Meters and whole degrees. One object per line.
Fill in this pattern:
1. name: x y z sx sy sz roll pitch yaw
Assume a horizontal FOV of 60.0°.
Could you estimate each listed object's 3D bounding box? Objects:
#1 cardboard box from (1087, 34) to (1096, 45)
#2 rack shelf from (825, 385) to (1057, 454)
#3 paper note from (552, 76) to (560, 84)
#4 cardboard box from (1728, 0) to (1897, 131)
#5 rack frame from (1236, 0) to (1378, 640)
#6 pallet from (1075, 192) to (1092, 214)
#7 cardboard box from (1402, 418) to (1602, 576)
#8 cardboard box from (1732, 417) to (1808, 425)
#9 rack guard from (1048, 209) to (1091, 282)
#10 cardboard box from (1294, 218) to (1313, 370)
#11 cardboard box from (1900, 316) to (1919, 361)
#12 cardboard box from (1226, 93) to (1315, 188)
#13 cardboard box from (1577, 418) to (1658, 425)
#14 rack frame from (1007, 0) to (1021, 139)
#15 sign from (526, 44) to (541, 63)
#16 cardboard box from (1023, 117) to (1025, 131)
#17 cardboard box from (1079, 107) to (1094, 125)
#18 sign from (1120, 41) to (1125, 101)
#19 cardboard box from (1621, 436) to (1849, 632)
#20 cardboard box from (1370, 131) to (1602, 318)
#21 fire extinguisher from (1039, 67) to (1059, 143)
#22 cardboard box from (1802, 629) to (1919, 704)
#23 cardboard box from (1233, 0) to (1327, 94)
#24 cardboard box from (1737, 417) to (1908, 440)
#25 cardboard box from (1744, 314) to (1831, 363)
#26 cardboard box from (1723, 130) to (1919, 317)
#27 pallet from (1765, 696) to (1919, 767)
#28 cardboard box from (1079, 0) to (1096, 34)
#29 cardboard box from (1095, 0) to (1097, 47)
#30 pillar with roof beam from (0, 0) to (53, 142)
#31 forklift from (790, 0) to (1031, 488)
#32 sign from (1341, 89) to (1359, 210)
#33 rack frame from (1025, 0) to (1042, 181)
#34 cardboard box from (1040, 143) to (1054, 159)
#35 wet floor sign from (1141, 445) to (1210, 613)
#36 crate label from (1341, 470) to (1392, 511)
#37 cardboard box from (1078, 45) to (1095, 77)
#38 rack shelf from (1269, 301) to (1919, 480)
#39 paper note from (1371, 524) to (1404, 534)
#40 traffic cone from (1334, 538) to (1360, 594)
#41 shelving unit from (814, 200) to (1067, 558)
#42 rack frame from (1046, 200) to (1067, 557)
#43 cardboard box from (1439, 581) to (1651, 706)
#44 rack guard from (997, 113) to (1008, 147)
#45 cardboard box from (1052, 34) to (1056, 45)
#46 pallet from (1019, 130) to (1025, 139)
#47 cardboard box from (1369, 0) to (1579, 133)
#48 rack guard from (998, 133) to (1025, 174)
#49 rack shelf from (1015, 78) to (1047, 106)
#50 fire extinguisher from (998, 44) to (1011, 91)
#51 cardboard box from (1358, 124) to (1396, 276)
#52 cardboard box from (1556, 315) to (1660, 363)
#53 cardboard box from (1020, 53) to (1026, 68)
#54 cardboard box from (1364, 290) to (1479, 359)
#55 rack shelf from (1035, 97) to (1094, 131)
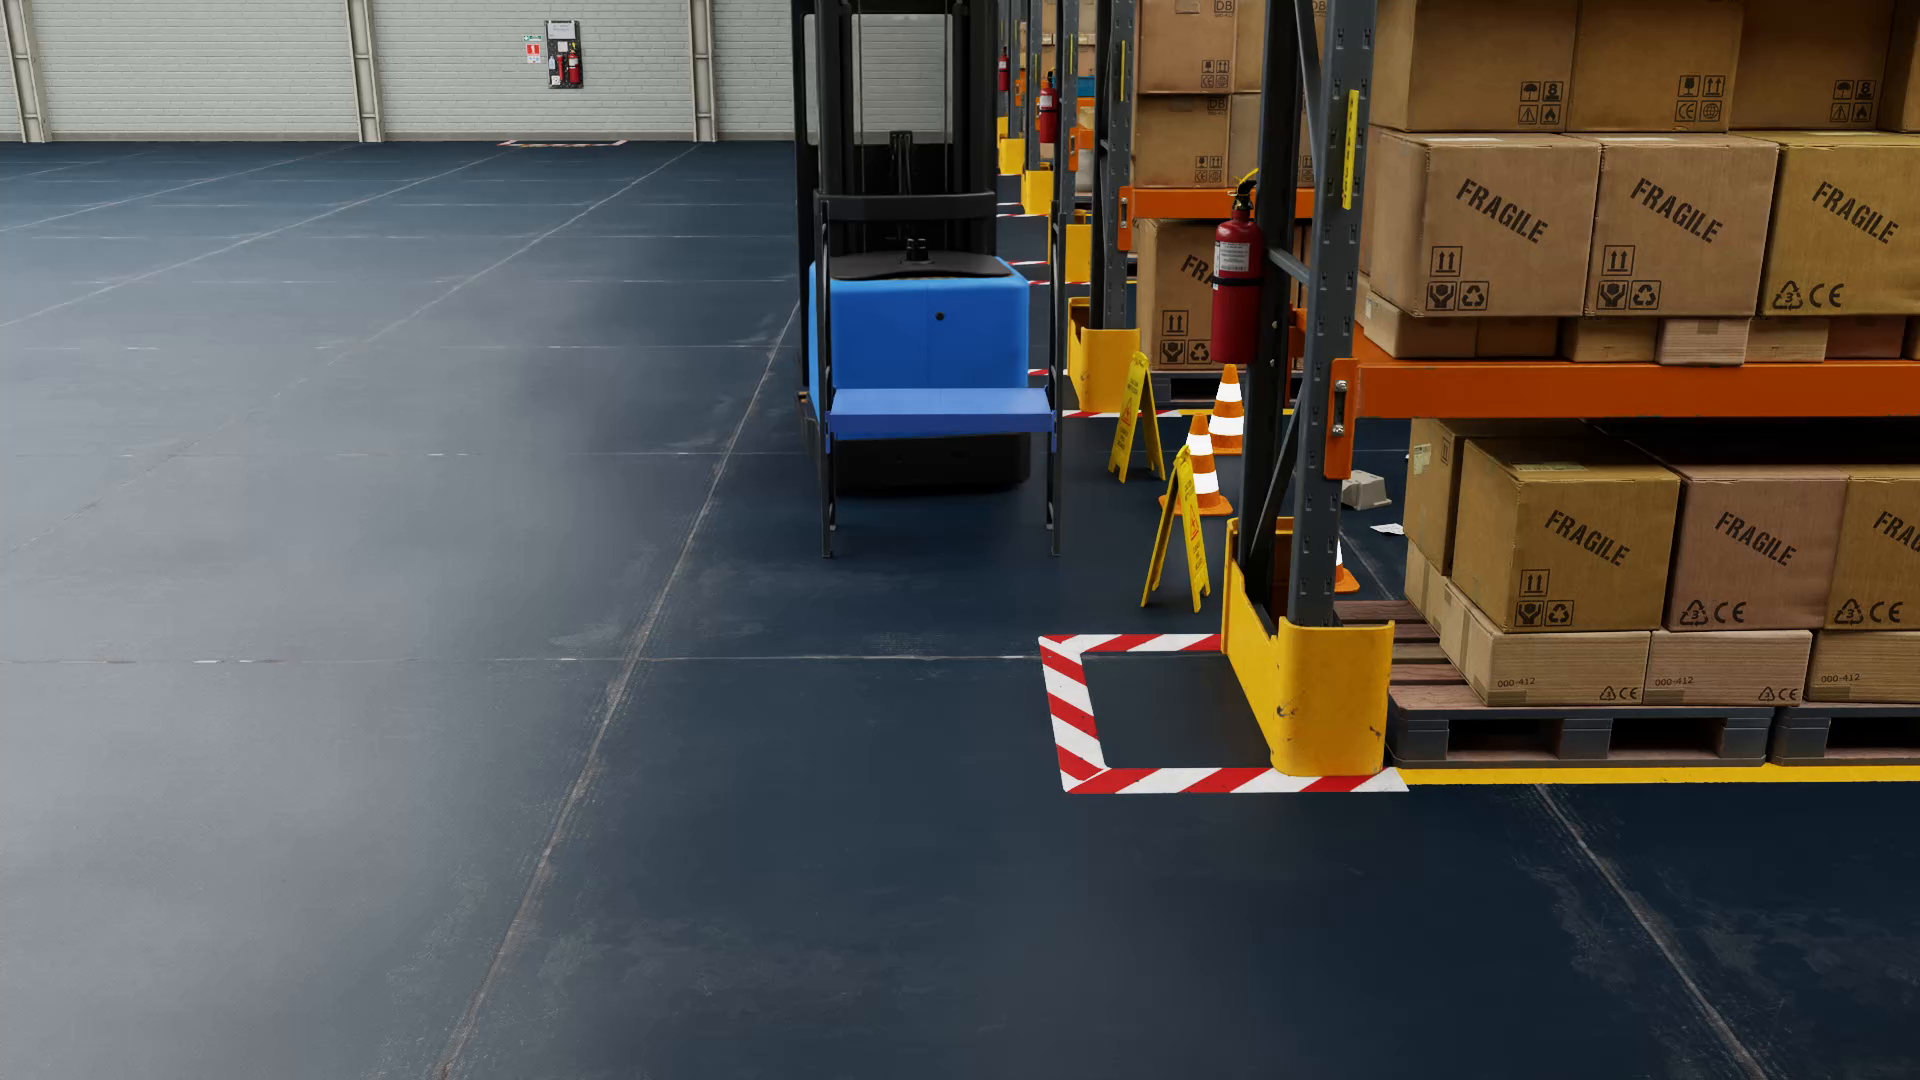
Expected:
1. cardboard box: 1.946 -7.207 23.919 0.250 0.149 0.380 -1 18 -2
2. rack shelf: -0.085 -0.542 7.415 1.000 0.185 0.538 0 18 -1
3. paper note: -7.260 -8.263 29.879 0.142 0.148 0.016 0 18 -1
4. cardboard box: 2.616 -1.627 5.463 0.500 0.500 0.700 0 18 -1
5. rack frame: 1.094 -0.858 5.355 0.127 3.000 1.000 0 18 -1
6. pallet: 1.747 -4.087 19.985 1.213 0.211 1.003 0 18 -1
7. cardboard box: 1.891 -0.189 5.857 0.500 0.500 0.500 0 18 -1
8. cardboard box: 2.772 -0.522 5.830 0.250 0.149 0.380 0 18 2
9. rack guard: 1.013 -2.695 15.173 0.348 0.500 1.175 0 18 -1
10. cardboard box: 2.472 -1.586 10.415 0.875 0.875 0.875 -1 18 -2
11. cardboard box: 2.996 -0.670 5.179 0.250 0.149 0.380 -1 18 -2
12. cardboard box: 1.835 -2.466 10.121 0.550 0.550 0.875 0 18 -1
13. cardboard box: 2.257 -0.521 5.827 0.250 0.149 0.380 0 18 1
14. rack frame: 0.785 -6.911 24.222 0.127 3.000 1.000 0 18 -1
15. sign: -7.636 -8.708 29.766 0.234 0.329 0.001 0 18 -1
16. cardboard box: 1.396 -7.328 29.207 0.500 0.311 0.500 -2 18 -7
17. cardboard box: 1.219 -3.830 15.030 0.250 0.149 0.380 0 18 -1
18. sign: 0.918 -2.650 9.394 0.005 0.325 0.100 0 18 -1
19. cardboard box: 2.451 -0.030 5.358 0.500 0.500 0.500 -1 18 -3
20. cardboard box: 1.572 -0.965 5.038 0.500 0.500 0.500 -1 18 -2
21. fire extinguisher: 0.816 -3.988 15.239 0.183 0.674 0.296 0 18 -1
22. cardboard box: 2.961 0.325 5.481 0.500 0.250 0.500 1 18 3
23. cardboard box: 1.835 -2.976 9.944 0.550 0.550 0.875 0 18 -1
24. cardboard box: 2.917 -0.193 5.869 0.500 0.500 0.500 -1 18 -2
25. cardboard box: 2.468 -0.658 5.142 0.250 0.149 0.380 0 18 1
26. cardboard box: 2.599 -0.971 5.057 0.500 0.500 0.500 -1 18 -2
27. pallet: 3.200 0.471 5.776 1.213 0.211 1.003 0 18 -1
28. cardboard box: 1.831 -7.579 24.017 0.500 0.500 0.700 -1 18 -2
29. cardboard box: 1.484 -4.628 14.821 0.500 0.500 0.500 0 18 -1
30. pillar with roof beam: -16.541 -10.146 24.487 0.400 9.000 9.100 0 18 -1
31. forklift: -0.381 -2.058 9.208 1.130 2.935 3.031 -3 18 -8
32. sign: 1.103 -1.105 4.706 0.005 0.325 0.100 0 18 -1
33. rack frame: 0.859 -5.398 19.506 0.127 3.000 1.000 0 18 -1
34. cardboard box: 1.325 -5.736 24.374 0.500 0.250 0.500 0 18 -1
35. wet floor sign: 0.887 -0.063 6.731 0.232 0.644 0.267 6 19 18
36. crate label: 1.931 -0.251 8.150 0.298 0.136 0.250 -10 20 -29
37. cardboard box: 1.777 -6.960 24.214 0.500 0.500 0.700 0 18 1
38. rack shelf: 3.094 -0.525 5.495 4.000 0.370 1.077 0 18 -1
39. paper note: 2.008 -0.057 7.718 0.142 0.019 0.148 -7 19 -20
40. traffic cone: 1.504 -0.046 6.977 0.334 0.463 0.336 0 18 -1
41. shelving unit: -0.085 -0.714 7.360 1.048 1.500 0.538 0 18 -1
42. rack frame: 0.423 -0.716 7.368 0.032 1.500 0.500 0 18 -1
43. cardboard box: 1.905 0.332 5.460 0.500 0.250 0.500 0 18 -1
44. rack guard: 0.779 -7.234 29.321 0.348 0.500 1.175 0 18 -1
45. cardboard box: 1.445 -7.205 23.915 0.250 0.149 0.380 -1 18 -2
46. pallet: 1.592 -7.089 29.344 1.213 0.211 1.003 0 18 -1
47. cardboard box: 1.601 -1.593 5.357 0.500 0.500 0.700 -1 18 -2
48. rack guard: 0.761 -5.720 24.604 0.348 0.500 1.175 0 18 -1
49. rack shelf: 2.785 -6.578 24.362 4.000 0.370 1.077 0 18 -1
50. fire extinguisher: 0.659 -7.015 24.674 0.183 0.674 0.296 0 18 -1
51. cardboard box: 1.632 -1.134 5.565 0.500 0.500 0.500 -1 18 -2
52. cardboard box: 1.956 -0.659 5.146 0.250 0.149 0.380 -1 18 -3
53. cardboard box: 1.196 -8.267 28.663 0.500 0.250 0.500 -1 18 -2
54. cardboard box: 1.437 -0.677 5.202 0.250 0.149 0.380 0 18 -1
55. rack shelf: 2.859 -5.065 19.646 4.000 0.370 1.077 0 18 -1
